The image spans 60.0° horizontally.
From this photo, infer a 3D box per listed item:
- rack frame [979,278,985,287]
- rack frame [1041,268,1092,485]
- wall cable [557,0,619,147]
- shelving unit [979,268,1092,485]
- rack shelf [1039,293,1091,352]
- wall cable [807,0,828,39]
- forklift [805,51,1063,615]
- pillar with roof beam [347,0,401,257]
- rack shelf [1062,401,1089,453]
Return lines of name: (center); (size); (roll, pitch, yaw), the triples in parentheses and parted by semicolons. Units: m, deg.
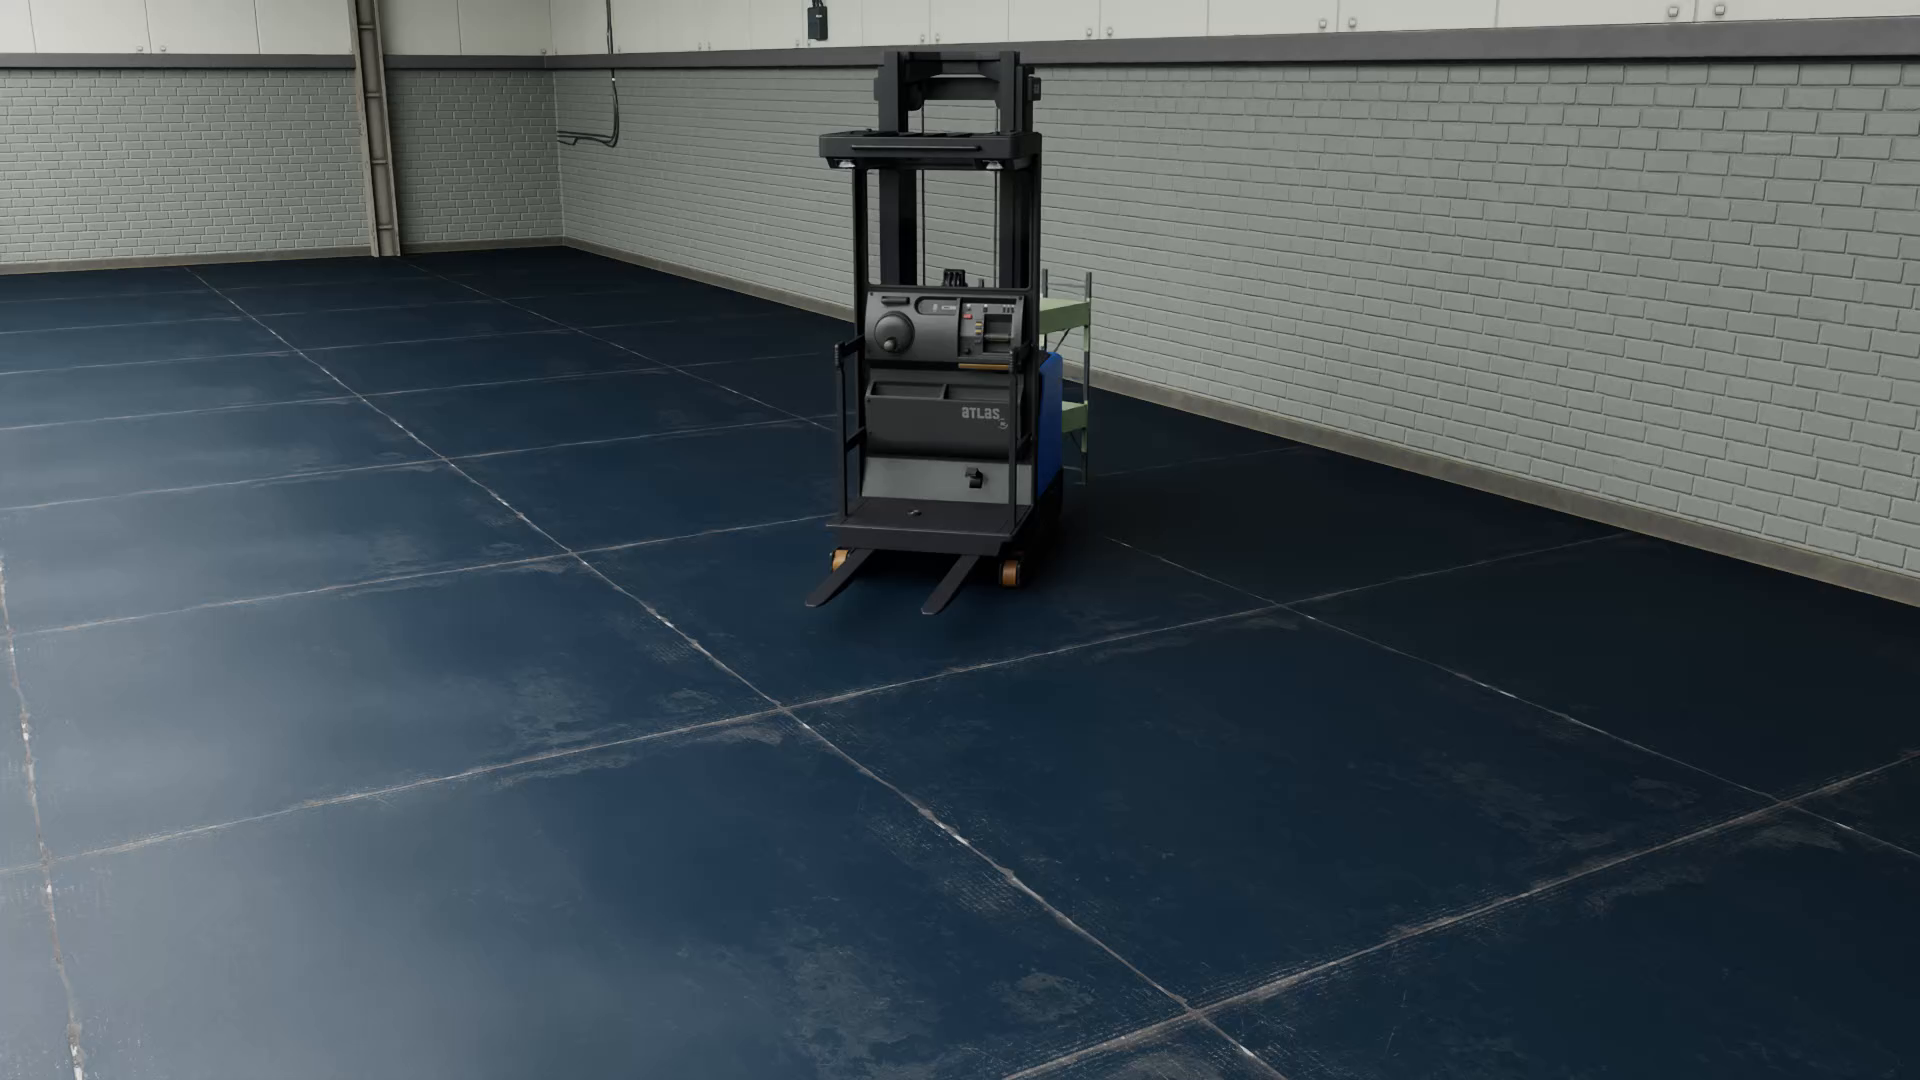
rack frame: (0.291, -0.990, 11.162); (0.400, 1.500, 0.023); (12, 20, 36)
rack frame: (0.739, -1.146, 11.719); (0.400, 1.500, 0.023); (12, 20, 36)
wall cable: (-6.018, -7.515, 26.301); (0.112, 2.526, 3.097); (-9, 18, -30)
shelving unit: (0.515, -1.068, 11.441); (0.431, 1.500, 0.755); (12, 20, 36)
rack shelf: (0.515, -1.444, 11.335); (0.431, 0.370, 0.720); (12, 20, 36)
wall cable: (-1.142, -8.449, 17.579); (0.169, 6.003, 2.305); (-9, 18, -30)
forklift: (-0.133, -1.246, 9.424); (1.130, 2.935, 3.031); (3, 16, 12)
pillar with roof beam: (-7.007, -7.911, 21.959); (0.400, 9.000, 9.100); (-9, 18, -30)
rack shelf: (0.515, -0.754, 11.529); (0.431, 0.370, 0.720); (12, 20, 36)
